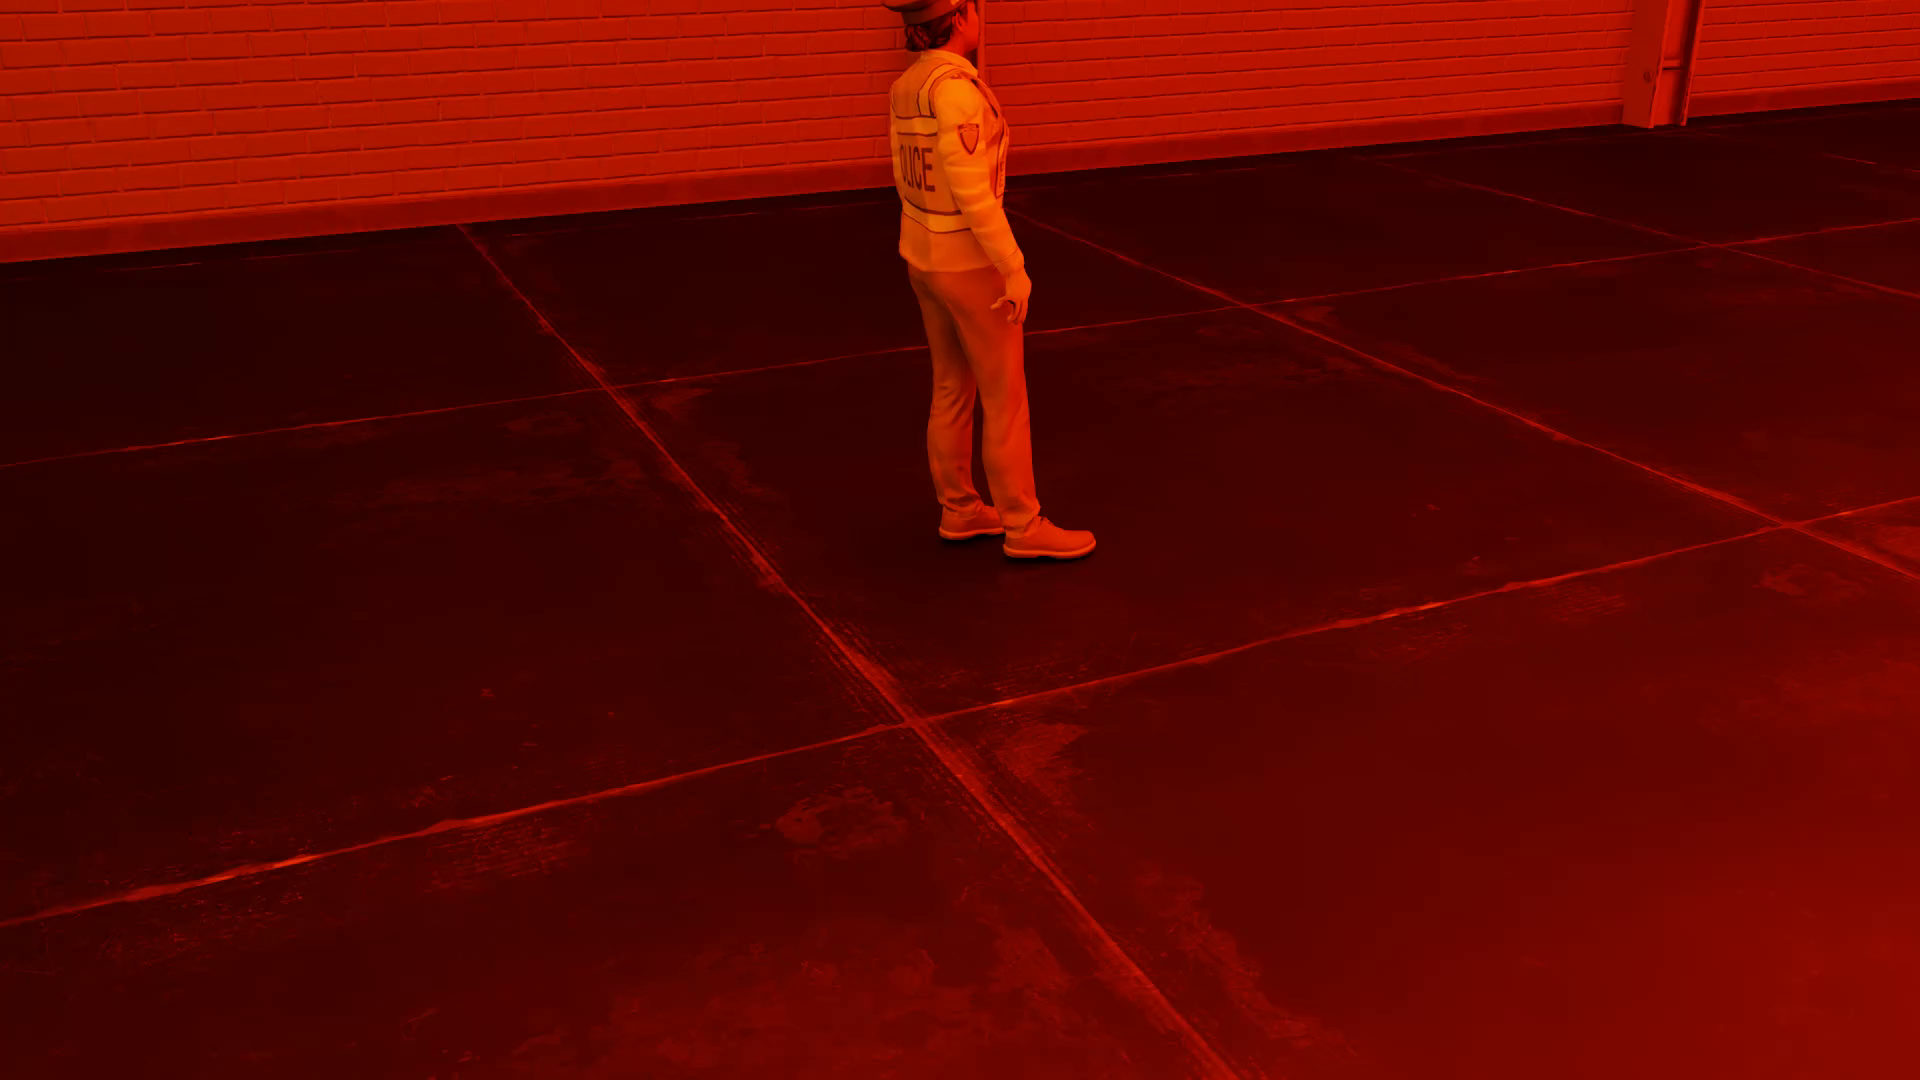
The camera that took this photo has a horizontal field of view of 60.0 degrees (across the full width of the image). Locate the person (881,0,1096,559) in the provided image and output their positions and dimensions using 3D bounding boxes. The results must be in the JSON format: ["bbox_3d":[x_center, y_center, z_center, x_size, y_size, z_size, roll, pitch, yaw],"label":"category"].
[{"bbox_3d":[0.066,-0.798,4.800,0.530,1.694,0.586,-10,25,-23],"label":"person"}]
